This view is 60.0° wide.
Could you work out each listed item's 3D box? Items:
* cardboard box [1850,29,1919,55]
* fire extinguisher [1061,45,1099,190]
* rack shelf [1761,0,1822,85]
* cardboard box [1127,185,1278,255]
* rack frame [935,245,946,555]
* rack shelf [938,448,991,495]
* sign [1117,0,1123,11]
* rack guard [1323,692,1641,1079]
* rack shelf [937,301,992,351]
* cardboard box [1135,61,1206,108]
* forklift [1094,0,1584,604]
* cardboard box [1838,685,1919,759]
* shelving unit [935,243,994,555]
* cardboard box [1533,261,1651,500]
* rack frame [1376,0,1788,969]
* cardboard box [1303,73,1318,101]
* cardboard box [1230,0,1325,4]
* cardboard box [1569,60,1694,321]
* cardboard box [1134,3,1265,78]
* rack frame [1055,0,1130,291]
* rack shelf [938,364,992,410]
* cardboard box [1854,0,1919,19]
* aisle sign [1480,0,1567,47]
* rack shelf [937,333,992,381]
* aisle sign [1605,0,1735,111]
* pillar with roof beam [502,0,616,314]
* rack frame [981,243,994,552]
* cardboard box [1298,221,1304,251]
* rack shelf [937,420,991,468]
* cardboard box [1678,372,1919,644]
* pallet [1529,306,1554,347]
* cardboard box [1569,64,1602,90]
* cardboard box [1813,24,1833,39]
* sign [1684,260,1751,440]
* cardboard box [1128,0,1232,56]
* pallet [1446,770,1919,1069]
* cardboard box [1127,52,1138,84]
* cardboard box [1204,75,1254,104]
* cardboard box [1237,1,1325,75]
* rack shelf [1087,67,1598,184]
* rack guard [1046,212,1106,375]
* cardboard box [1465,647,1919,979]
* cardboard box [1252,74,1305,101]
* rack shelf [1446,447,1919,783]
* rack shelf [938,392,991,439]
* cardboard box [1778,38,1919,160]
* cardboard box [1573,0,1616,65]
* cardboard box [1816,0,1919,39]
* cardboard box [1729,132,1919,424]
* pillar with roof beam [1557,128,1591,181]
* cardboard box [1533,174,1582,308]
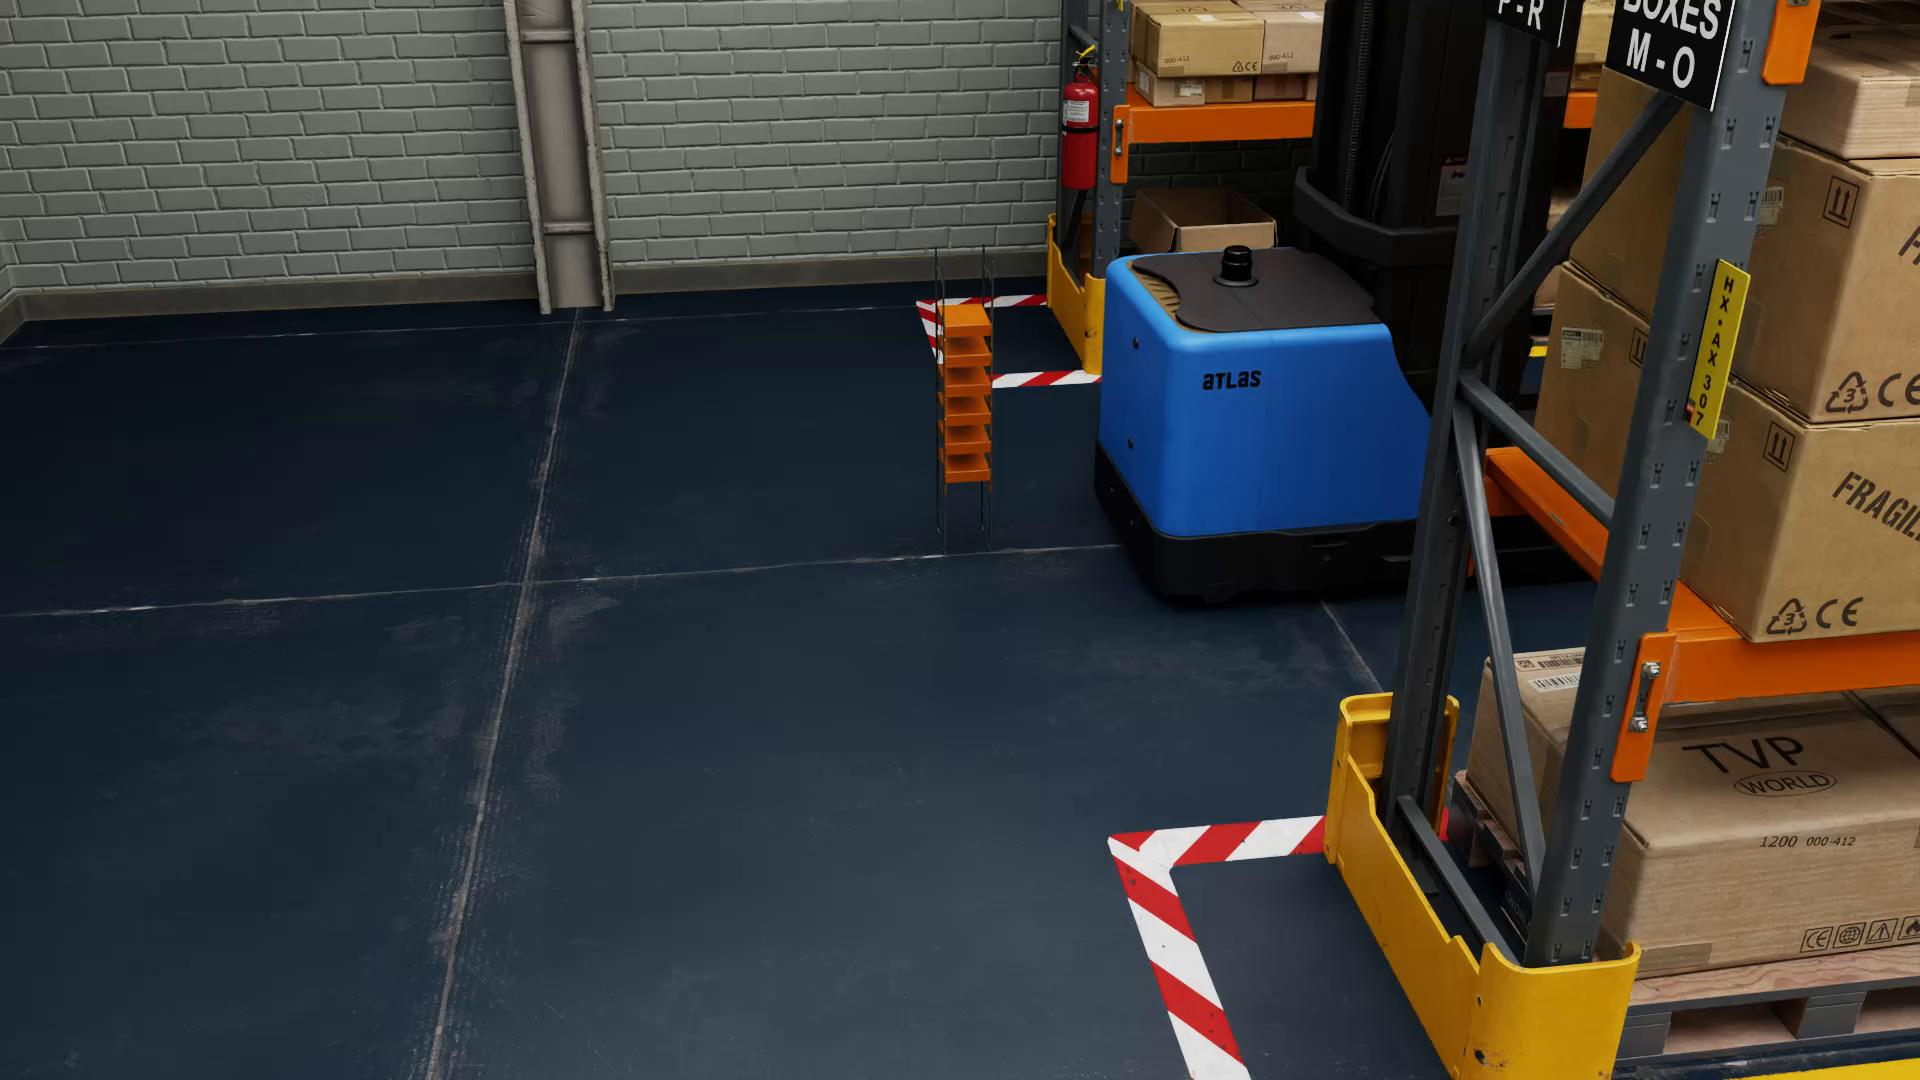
[{"bbox_3d":[1.987,-0.910,3.322,0.250,0.149,0.380,-3,27,-6],"label":"cardboard box"},{"bbox_3d":[0.571,-2.011,7.876,0.183,0.674,0.296,-4,27,-7],"label":"fire extinguisher"},{"bbox_3d":[3.328,-1.327,3.554,4.000,0.370,1.077,-4,27,-7],"label":"rack shelf"},{"bbox_3d":[1.271,-1.502,8.665,0.637,0.503,0.797,-5,28,-9],"label":"cardboard box"},{"bbox_3d":[-0.076,-0.529,6.467,0.006,1.200,0.240,-4,27,-7],"label":"rack frame"},{"bbox_3d":[0.014,-0.282,6.608,0.180,0.103,0.258,-4,27,-7],"label":"rack shelf"},{"bbox_3d":[0.728,-2.569,7.523,0.005,0.325,0.100,-4,27,-7],"label":"sign"},{"bbox_3d":[1.324,0.928,4.394,0.348,0.500,1.175,-4,27,-7],"label":"rack guard"},{"bbox_3d":[0.014,-0.816,6.334,0.180,0.103,0.258,-4,27,-7],"label":"rack shelf"},{"bbox_3d":[1.016,-2.214,8.055,0.250,0.149,0.380,-4,27,-8],"label":"cardboard box"},{"bbox_3d":[2.130,-1.378,6.226,3.031,2.935,1.130,-5,28,-9],"label":"forklift"},{"bbox_3d":[2.892,0.618,4.606,0.875,0.438,0.875,-3,27,-6],"label":"cardboard box"},{"bbox_3d":[0.014,-0.535,6.478,0.189,1.200,0.258,-4,27,-7],"label":"shelving unit"},{"bbox_3d":[1.788,-0.381,4.096,0.500,0.500,0.500,-4,27,-7],"label":"cardboard box"},{"bbox_3d":[1.348,-0.186,3.826,0.127,3.000,1.000,-4,27,-7],"label":"rack frame"},{"bbox_3d":[1.776,-2.272,8.168,0.250,0.149,0.380,-3,27,-5],"label":"cardboard box"},{"bbox_3d":[1.582,-2.676,8.519,0.500,0.250,0.500,-4,27,-7],"label":"cardboard box"},{"bbox_3d":[1.792,-0.813,3.845,0.500,0.500,0.500,-3,27,-5],"label":"cardboard box"},{"bbox_3d":[1.139,-2.402,7.984,0.500,0.250,0.500,-4,27,-7],"label":"cardboard box"},{"bbox_3d":[0.652,-2.429,8.199,0.127,3.000,1.000,-4,27,-7],"label":"rack frame"},{"bbox_3d":[0.014,-0.602,6.443,0.180,0.103,0.258,-4,27,-7],"label":"rack shelf"},{"bbox_3d":[2.167,-1.158,3.807,0.250,0.149,0.380,-4,27,-8],"label":"cardboard box"},{"bbox_3d":[1.233,-1.478,3.497,0.004,0.787,0.394,-4,27,-7],"label":"aisle sign"},{"bbox_3d":[0.014,-0.709,6.389,0.180,0.103,0.258,-4,27,-7],"label":"rack shelf"},{"bbox_3d":[1.317,-1.207,2.968,0.004,0.787,0.394,-4,27,-7],"label":"aisle sign"},{"bbox_3d":[-1.543,-3.388,3.496,0.400,9.000,9.100,-4,27,-7],"label":"pillar with roof beam"},{"bbox_3d":[0.105,-0.541,6.489,0.006,1.200,0.240,-4,27,-7],"label":"rack frame"},{"bbox_3d":[2.123,-1.537,8.738,0.500,0.500,0.700,-3,27,-5],"label":"cardboard box"},{"bbox_3d":[0.014,-0.388,6.553,0.180,0.103,0.258,-4,27,-7],"label":"rack shelf"},{"bbox_3d":[1.863,-0.131,3.610,0.500,0.500,0.500,-4,27,-8],"label":"cardboard box"},{"bbox_3d":[2.723,-1.321,9.093,1.213,0.211,1.003,-4,27,-7],"label":"pallet"},{"bbox_3d":[3.040,-2.384,8.387,0.250,0.149,0.380,-3,27,-6],"label":"cardboard box"},{"bbox_3d":[1.675,-1.077,3.648,0.250,0.149,0.380,-3,27,-6],"label":"cardboard box"},{"bbox_3d":[1.419,-0.355,3.121,0.005,0.325,0.100,-4,27,-7],"label":"sign"},{"bbox_3d":[1.071,-2.644,8.456,0.500,0.250,0.500,-3,27,-6],"label":"cardboard box"},{"bbox_3d":[2.129,0.969,4.631,1.213,0.211,1.003,-4,27,-7],"label":"pallet"},{"bbox_3d":[0.943,-2.460,8.534,0.250,0.149,0.380,-4,27,-8],"label":"cardboard box"},{"bbox_3d":[1.262,-2.252,8.128,0.250,0.149,0.380,-3,27,-6],"label":"cardboard box"},{"bbox_3d":[1.639,-2.434,8.047,0.500,0.250,0.500,-3,27,-7],"label":"cardboard box"},{"bbox_3d":[2.633,-2.237,8.611,4.000,0.370,1.077,-4,27,-7],"label":"rack shelf"},{"bbox_3d":[0.728,-1.322,8.779,0.348,0.500,1.175,-4,27,-7],"label":"rack guard"},{"bbox_3d":[1.987,0.680,4.485,0.875,0.438,0.875,-5,28,-9],"label":"cardboard box"},{"bbox_3d":[1.517,-2.284,8.191,0.250,0.149,0.380,-4,27,-8],"label":"cardboard box"},{"bbox_3d":[3.328,0.007,4.238,4.000,0.370,1.077,-4,27,-7],"label":"rack shelf"},{"bbox_3d":[0.014,-0.495,6.498,0.180,0.103,0.258,-4,27,-7],"label":"rack shelf"},{"bbox_3d":[1.738,-0.861,3.227,0.250,0.149,0.380,-3,27,-6],"label":"cardboard box"},{"bbox_3d":[3.153,-2.542,8.258,0.500,0.250,0.500,-4,27,-7],"label":"cardboard box"},{"bbox_3d":[1.923,-1.104,3.701,0.250,0.149,0.380,-3,27,-6],"label":"cardboard box"},{"bbox_3d":[1.863,-0.577,3.384,0.500,0.500,0.500,-4,27,-8],"label":"cardboard box"},{"bbox_3d":[4.398,-3.770,4.240,0.400,9.000,9.100,-4,27,-7],"label":"pillar with roof beam"},{"bbox_3d":[3.151,-1.603,8.866,0.500,0.500,0.700,-5,28,-9],"label":"cardboard box"}]
